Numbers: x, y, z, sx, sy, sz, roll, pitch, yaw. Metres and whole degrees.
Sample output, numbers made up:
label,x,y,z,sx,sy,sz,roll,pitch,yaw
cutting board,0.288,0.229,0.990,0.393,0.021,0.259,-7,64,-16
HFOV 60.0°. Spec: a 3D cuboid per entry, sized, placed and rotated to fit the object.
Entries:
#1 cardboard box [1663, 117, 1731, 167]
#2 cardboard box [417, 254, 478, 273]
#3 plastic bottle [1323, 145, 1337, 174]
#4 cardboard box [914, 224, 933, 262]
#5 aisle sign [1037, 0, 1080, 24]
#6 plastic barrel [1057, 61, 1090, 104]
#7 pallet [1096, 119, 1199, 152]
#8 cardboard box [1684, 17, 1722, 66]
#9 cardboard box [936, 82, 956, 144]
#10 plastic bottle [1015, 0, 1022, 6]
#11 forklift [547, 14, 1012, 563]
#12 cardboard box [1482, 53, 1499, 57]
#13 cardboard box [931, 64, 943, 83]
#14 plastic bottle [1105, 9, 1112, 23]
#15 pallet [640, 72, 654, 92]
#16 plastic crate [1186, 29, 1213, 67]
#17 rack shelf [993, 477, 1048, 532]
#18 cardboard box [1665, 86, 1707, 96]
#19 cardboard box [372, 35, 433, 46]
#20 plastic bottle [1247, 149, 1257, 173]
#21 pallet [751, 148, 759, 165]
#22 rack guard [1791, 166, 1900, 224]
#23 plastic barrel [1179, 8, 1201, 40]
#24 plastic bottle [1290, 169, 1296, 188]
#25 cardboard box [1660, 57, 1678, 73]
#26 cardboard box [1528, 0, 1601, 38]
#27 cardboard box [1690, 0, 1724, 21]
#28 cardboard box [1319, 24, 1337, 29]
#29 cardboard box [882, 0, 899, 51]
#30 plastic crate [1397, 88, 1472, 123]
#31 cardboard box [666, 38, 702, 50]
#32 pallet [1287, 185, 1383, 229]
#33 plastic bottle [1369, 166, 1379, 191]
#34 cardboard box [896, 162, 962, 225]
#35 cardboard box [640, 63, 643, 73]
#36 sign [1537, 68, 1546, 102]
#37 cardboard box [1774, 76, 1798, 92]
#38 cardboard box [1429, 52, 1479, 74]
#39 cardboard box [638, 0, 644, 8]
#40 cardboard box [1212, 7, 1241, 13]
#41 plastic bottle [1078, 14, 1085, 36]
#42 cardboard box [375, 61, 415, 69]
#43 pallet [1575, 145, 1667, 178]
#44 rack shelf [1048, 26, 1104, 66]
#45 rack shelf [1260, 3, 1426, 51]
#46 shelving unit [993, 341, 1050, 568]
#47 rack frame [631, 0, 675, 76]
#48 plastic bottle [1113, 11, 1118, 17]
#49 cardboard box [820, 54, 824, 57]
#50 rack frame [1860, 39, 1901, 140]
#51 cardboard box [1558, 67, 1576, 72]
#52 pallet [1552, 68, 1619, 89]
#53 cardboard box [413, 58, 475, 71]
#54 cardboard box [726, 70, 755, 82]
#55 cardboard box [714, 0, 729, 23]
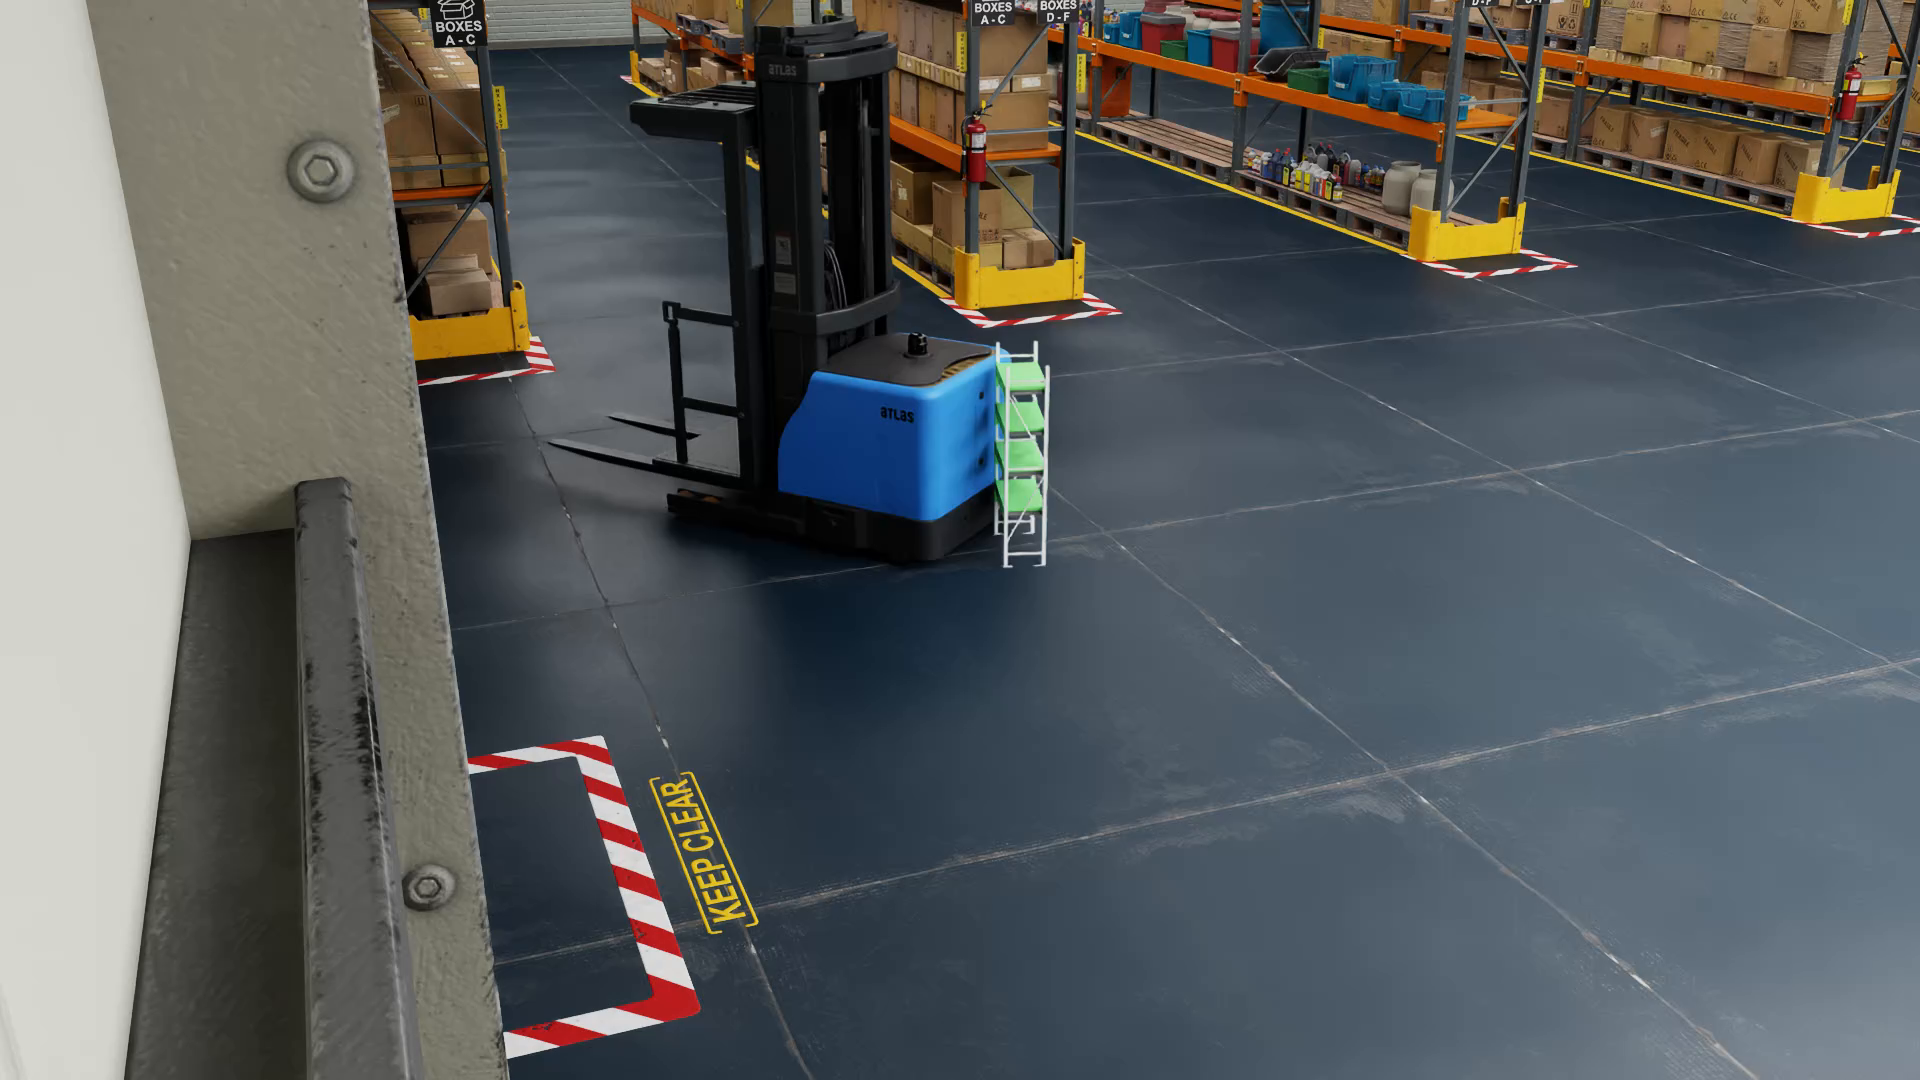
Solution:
label,x,y,z,sx,sy,sz,roll,pitch,yaw
cardboard box,8.994,-4.861,20.297,0.500,0.500,0.500,-11,25,-24
cardboard box,-4.463,-2.334,14.520,0.500,0.311,0.500,-6,24,-15
plastic bottle,4.319,-4.430,19.442,0.144,0.351,0.185,-10,25,-22
cardboard box,-0.122,-2.841,15.828,0.500,0.250,0.500,-8,24,-19
aisle sign,0.842,-4.797,14.120,0.394,0.787,0.004,-8,24,-19
plastic barrel,1.753,-6.834,24.865,0.600,0.588,0.708,-8,24,-19
pallet,2.578,-5.594,22.949,1.003,0.211,1.213,-8,24,-19
cardboard box,9.041,-5.861,19.482,0.875,0.500,0.500,-8,24,-19
cardboard box,0.189,-3.988,15.421,0.700,0.500,0.500,-8,24,-18
plastic bottle,0.864,-8.208,25.722,0.152,0.276,0.135,-8,24,-19
forklift,-1.221,-1.614,10.005,3.031,2.935,1.130,12,26,27
cardboard box,9.780,-8.918,30.376,0.380,0.149,0.250,-8,24,-18
cardboard box,-0.052,-4.318,15.367,0.380,0.149,0.250,-8,24,-18
plastic bottle,2.183,-7.654,24.413,0.097,0.271,0.097,0,23,0
pallet,-4.811,-7.792,28.165,1.003,0.211,1.213,-8,24,-19
plastic crate,3.073,-6.063,20.493,0.392,0.384,0.575,-8,24,-19
rack shelf,0.349,-0.212,9.690,0.258,0.148,0.480,-2,23,-5
cardboard box,11.782,-7.412,26.029,1.050,0.750,0.750,-9,24,-20
cardboard box,-5.662,-4.791,16.760,0.700,0.500,0.500,-8,24,-19
plastic bottle,3.457,-4.482,19.667,0.097,0.271,0.097,0,23,0
pallet,-2.040,-4.898,21.298,1.003,0.211,1.213,-8,24,-19
rack guard,9.774,-3.814,18.355,1.175,0.500,0.348,-8,24,-19
plastic barrel,3.053,-6.719,21.886,0.421,0.512,0.421,0,23,0
plastic bottle,3.796,-4.100,18.852,0.097,0.201,0.097,0,23,0
cardboard box,8.647,-5.706,19.948,0.380,0.149,0.250,-8,24,-19
cardboard box,8.238,-7.170,21.785,1.000,1.000,1.000,-8,24,-19
cardboard box,8.850,-6.294,19.221,0.500,0.500,0.500,-8,24,-19
cardboard box,6.123,-7.959,27.165,1.225,0.875,0.875,-9,25,-21
cardboard box,-0.363,-5.152,16.511,0.700,0.500,0.500,-8,24,-19
plastic crate,4.710,-4.331,16.554,0.499,0.251,0.616,-8,24,-19
cardboard box,-4.698,-8.281,28.387,0.500,0.500,0.500,-8,24,-19
pallet,4.387,-3.733,18.535,1.003,0.211,1.213,-8,24,-19
plastic bottle,4.662,-4.067,18.682,0.097,0.271,0.097,0,23,0
cardboard box,-0.303,-3.368,16.112,0.500,0.500,0.500,-8,24,-19
cardboard box,-5.206,-8.001,28.152,0.380,0.166,0.250,-8,24,-19
sign,5.683,-4.460,16.313,0.100,0.325,0.005,-8,24,-19
cardboard box,9.283,-5.072,18.446,0.380,0.149,0.250,-8,24,-19
cardboard box,7.239,-7.002,24.387,0.500,0.250,0.500,-7,24,-17
cardboard box,-5.023,-9.056,27.445,0.500,0.500,0.500,-9,24,-20
cardboard box,5.085,-9.091,29.851,0.875,0.875,0.875,-8,24,-19
plastic bottle,1.718,-7.284,23.520,0.061,0.283,0.133,-8,24,-19
cardboard box,-5.000,-3.882,14.499,0.500,0.500,0.500,-8,24,-18
pallet,8.658,-4.868,21.226,1.003,0.211,1.213,-8,24,-19
rack shelf,1.635,-7.561,24.952,1.077,0.370,4.000,-8,24,-19
rack shelf,6.268,-8.240,26.564,1.077,0.370,4.000,-8,24,-19
shelving unit,0.349,-0.492,9.572,0.258,1.200,0.503,-2,23,-5
rack frame,-5.120,-9.394,28.375,1.000,3.000,0.127,-8,24,-19
plastic bottle,2.255,-7.513,24.079,0.097,0.271,0.097,0,23,0
cardboard box,-1.323,-5.553,19.133,0.500,0.500,0.500,-7,24,-15
rack frame,13.064,-7.035,22.780,1.000,3.000,0.127,-8,24,-19
cardboard box,10.637,-8.299,28.454,0.500,0.500,0.500,-8,24,-18
pallet,10.949,-7.931,28.494,1.003,0.211,1.213,-8,24,-19
cardboard box,-4.524,-3.955,14.673,0.500,0.500,0.500,-8,24,-17
cardboard box,-2.868,-6.211,22.510,0.500,0.250,0.500,-7,24,-17
cardboard box,-3.025,-7.547,23.323,0.700,0.500,0.500,-15,27,-32
